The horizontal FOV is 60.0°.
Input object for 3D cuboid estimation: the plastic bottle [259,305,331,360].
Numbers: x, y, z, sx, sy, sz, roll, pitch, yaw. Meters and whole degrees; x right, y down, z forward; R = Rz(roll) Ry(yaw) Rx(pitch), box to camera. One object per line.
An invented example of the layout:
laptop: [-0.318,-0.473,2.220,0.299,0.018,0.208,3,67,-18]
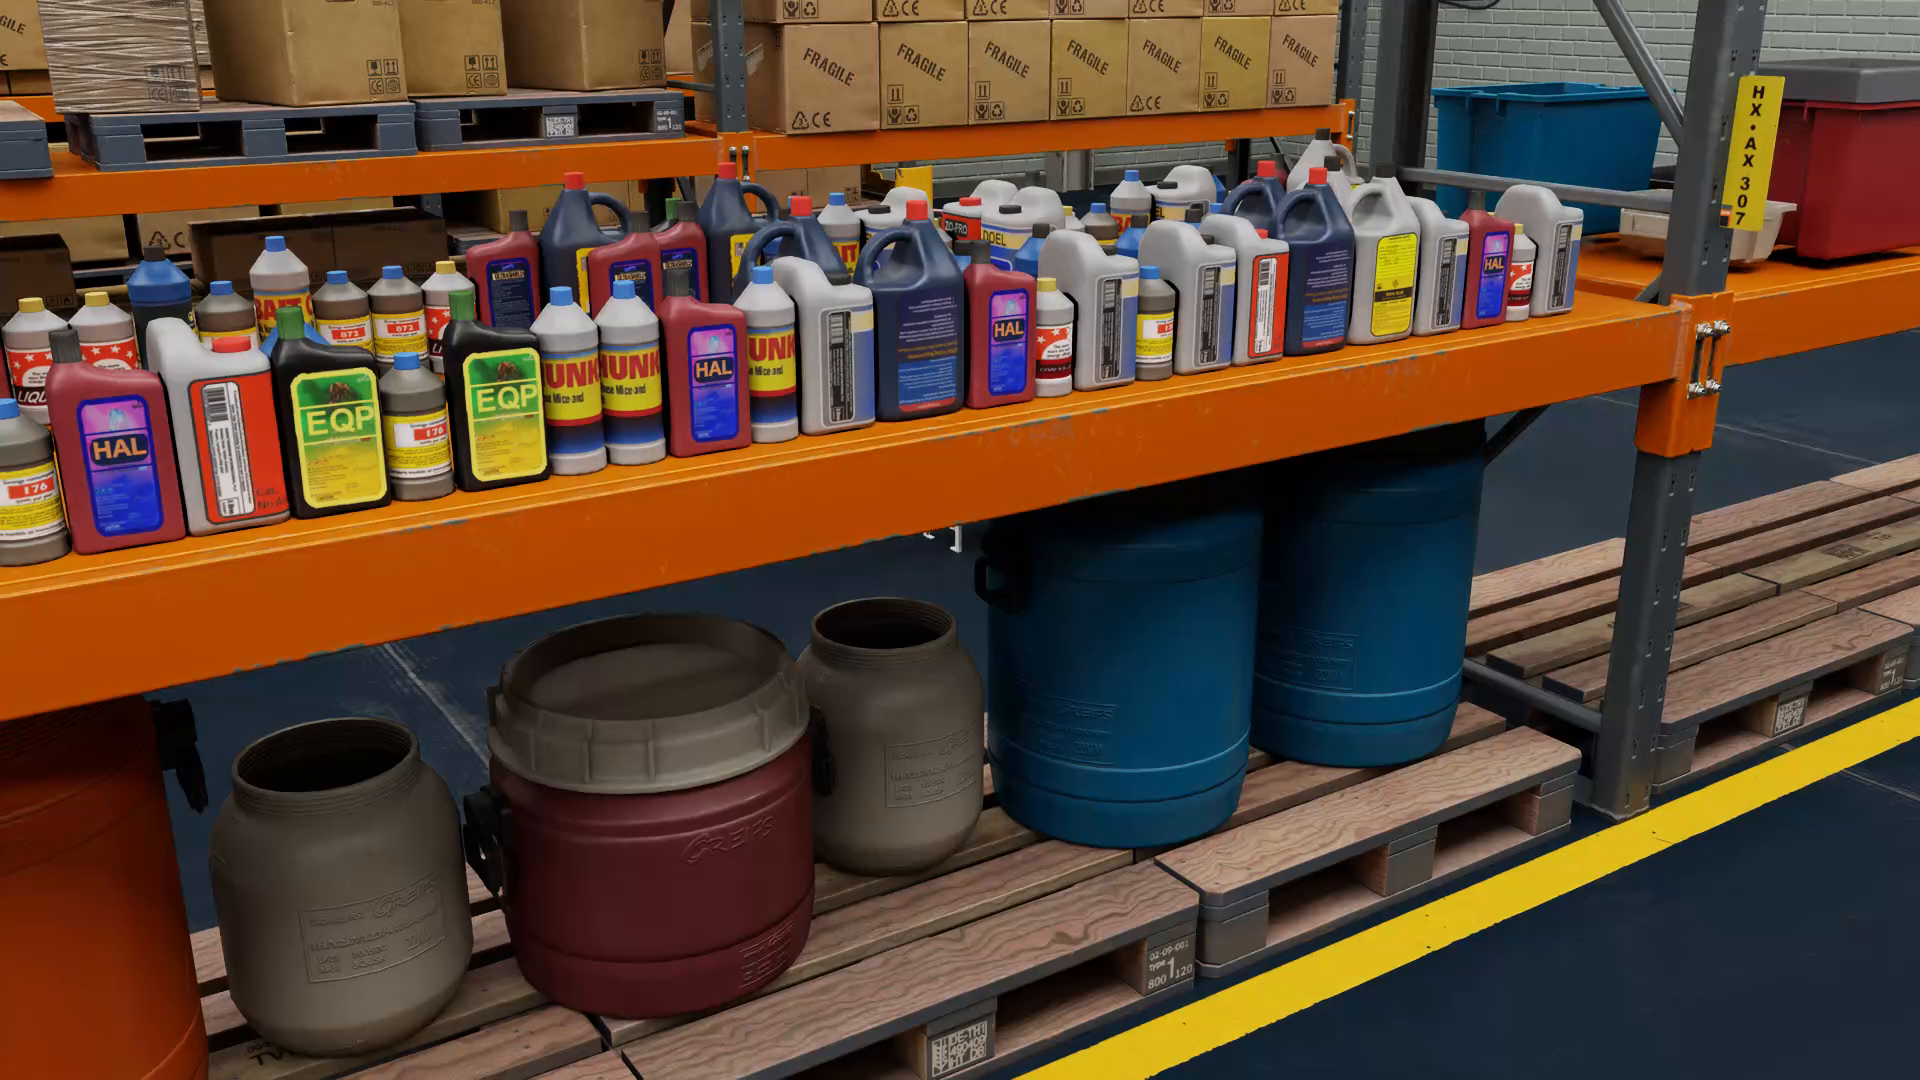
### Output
plastic bottle: [-0.920,-0.191,2.326,0.097,0.271,0.097,0,19,0]

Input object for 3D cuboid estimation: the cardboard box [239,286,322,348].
cardboard box: [-2.819,-0.778,7.080,0.500,0.500,0.500,-13,23,-33]

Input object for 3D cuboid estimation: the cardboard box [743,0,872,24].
cardboard box: [-0.756,-2.710,7.859,0.500,0.500,0.500,-11,22,-30]

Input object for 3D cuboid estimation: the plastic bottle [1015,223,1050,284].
plastic bottle: [0.149,-0.451,3.096,0.097,0.271,0.097,0,19,0]

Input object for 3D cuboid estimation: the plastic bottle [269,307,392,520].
plastic bottle: [-0.861,-0.178,2.271,0.133,0.283,0.061,-12,22,-31]

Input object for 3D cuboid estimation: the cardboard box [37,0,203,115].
cardboard box: [-3.312,-1.974,6.588,0.500,0.500,0.700,-8,20,-21]

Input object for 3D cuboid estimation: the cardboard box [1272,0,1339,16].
cardboard box: [1.816,-3.255,9.471,0.500,0.500,0.500,-12,22,-32]

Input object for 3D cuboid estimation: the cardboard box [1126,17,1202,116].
cardboard box: [0.961,-2.602,9.103,0.500,0.500,0.500,-12,22,-31]

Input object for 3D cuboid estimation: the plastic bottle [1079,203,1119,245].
plastic bottle: [0.322,-0.687,3.903,0.097,0.201,0.097,0,19,0]

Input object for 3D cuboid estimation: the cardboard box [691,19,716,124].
cardboard box: [-1.028,-2.385,8.460,0.500,0.500,0.500,-11,22,-31]

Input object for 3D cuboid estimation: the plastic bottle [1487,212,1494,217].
plastic bottle: [1.181,-0.635,3.751,0.097,0.201,0.097,0,19,0]

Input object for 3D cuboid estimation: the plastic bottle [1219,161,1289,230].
plastic bottle: [0.596,-0.589,3.379,0.185,0.351,0.144,-12,22,-31]

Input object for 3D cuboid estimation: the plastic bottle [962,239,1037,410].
plastic bottle: [0.065,-0.374,2.848,0.133,0.283,0.061,-12,22,-31]

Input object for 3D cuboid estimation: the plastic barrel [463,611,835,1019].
plastic barrel: [-0.581,0.503,3.183,0.708,0.588,0.600,-12,22,-31]

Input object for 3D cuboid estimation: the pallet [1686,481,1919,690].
pallet: [3.030,0.109,5.591,1.213,0.211,1.003,-12,22,-31]

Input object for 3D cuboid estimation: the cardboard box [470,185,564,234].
cardboard box: [-3.351,-2.624,12.571,0.500,0.500,0.700,-12,22,-31]

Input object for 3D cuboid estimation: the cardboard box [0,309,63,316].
cardboard box: [-3.993,-0.728,6.931,0.500,0.500,0.500,-11,22,-29]

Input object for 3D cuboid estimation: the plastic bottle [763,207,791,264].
plastic bottle: [-0.341,-0.525,3.315,0.097,0.271,0.097,0,19,0]

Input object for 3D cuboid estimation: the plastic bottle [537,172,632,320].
plastic bottle: [-0.710,-0.531,3.209,0.185,0.351,0.144,-12,22,-31]

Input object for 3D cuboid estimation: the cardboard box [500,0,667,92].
cardboard box: [-1.823,-2.404,7.859,0.700,0.500,0.500,14,23,35]

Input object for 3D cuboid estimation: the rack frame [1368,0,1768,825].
rack frame: [1.417,-0.855,4.091,0.127,3.000,1.000,-12,22,-31]

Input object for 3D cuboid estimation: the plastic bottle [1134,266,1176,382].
plastic bottle: [0.345,-0.401,3.057,0.097,0.201,0.097,0,19,0]

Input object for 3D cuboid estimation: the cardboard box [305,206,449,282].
cardboard box: [-2.677,-1.364,7.642,0.500,0.250,0.500,-12,22,-31]

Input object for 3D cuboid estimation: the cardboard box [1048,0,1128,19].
cardboard box: [0.535,-2.982,8.666,0.500,0.500,0.500,-11,22,-30]

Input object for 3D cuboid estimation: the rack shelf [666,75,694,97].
rack shelf: [-2.361,-3.517,13.087,4.000,0.370,1.077,-12,22,-31]

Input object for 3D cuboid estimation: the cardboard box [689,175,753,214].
cardboard box: [-2.058,-2.898,13.380,0.500,0.500,0.700,-13,22,-33]

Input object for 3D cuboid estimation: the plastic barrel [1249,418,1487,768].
plastic barrel: [0.953,0.031,4.090,0.708,0.901,0.600,-12,22,-31]

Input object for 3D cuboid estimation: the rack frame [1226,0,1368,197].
rack frame: [2.036,-2.886,10.096,0.127,3.000,1.000,-12,22,-31]

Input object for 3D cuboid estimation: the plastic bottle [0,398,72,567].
plastic bottle: [-1.191,-0.077,2.098,0.097,0.201,0.097,0,19,0]

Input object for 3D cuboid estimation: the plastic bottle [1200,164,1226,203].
plastic bottle: [0.597,-0.778,4.064,0.097,0.271,0.097,0,19,0]

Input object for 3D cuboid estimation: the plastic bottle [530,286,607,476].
plastic bottle: [-0.582,-0.238,2.467,0.097,0.271,0.097,0,19,0]

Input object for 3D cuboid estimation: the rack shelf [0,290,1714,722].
rack shelf: [-0.253,-0.162,3.165,4.000,0.370,1.077,-12,22,-31]

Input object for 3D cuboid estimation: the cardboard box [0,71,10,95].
cardboard box: [-6.132,-2.879,10.438,0.250,0.149,0.380,-11,22,-30]

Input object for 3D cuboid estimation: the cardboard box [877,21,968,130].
cardboard box: [-0.303,-2.336,8.316,0.500,0.500,0.500,-11,22,-30]

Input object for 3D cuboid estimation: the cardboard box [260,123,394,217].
cardboard box: [-4.503,-2.537,11.765,0.750,0.750,0.750,-12,22,-31]

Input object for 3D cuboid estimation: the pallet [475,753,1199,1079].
pallet: [-0.270,0.807,3.529,1.213,0.211,1.003,-12,22,-31]

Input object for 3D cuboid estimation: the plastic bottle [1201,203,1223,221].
plastic bottle: [0.599,-0.687,3.904,0.097,0.201,0.097,0,19,0]

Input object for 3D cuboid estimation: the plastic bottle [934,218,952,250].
plastic bottle: [-0.064,-0.605,3.662,0.097,0.201,0.097,0,19,0]

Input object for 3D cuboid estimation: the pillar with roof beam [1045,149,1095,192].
pillar with roof beam: [3.456,-6.607,11.738,0.400,9.000,9.100,-12,22,-31]

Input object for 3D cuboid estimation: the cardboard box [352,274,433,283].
cardboard box: [-2.703,-1.002,7.742,0.500,0.500,0.500,-12,22,-31]

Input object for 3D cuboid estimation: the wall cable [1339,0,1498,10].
wall cable: [4.229,-6.482,16.214,0.112,2.526,3.097,-12,22,-31]

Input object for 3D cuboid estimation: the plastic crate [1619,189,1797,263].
plastic crate: [1.884,-0.803,4.253,0.243,0.136,0.396,-12,22,-31]

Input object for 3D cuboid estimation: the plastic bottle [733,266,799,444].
plastic bottle: [-0.308,-0.296,2.638,0.097,0.271,0.097,0,19,0]

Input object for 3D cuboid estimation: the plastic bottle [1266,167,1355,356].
plastic bottle: [0.675,-0.550,3.265,0.185,0.351,0.144,-12,22,-31]

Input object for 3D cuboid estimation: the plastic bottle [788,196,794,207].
plastic bottle: [-0.339,-0.581,3.480,0.097,0.271,0.097,0,19,0]

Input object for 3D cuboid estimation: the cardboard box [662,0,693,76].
cardboard box: [-2.355,-3.997,12.914,0.700,0.700,0.980,-13,23,-34]

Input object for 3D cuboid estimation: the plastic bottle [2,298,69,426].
plastic bottle: [-1.521,-0.298,2.753,0.097,0.201,0.097,0,19,0]

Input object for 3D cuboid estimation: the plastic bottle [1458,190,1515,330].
plastic bottle: [1.097,-0.591,3.492,0.133,0.283,0.061,-12,22,-31]

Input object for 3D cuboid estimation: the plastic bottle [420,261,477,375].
plastic bottle: [-0.952,-0.418,3.108,0.097,0.201,0.097,0,19,0]

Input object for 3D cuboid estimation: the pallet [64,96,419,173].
pallet: [-3.023,-1.729,6.976,1.213,0.211,1.003,-12,22,-31]

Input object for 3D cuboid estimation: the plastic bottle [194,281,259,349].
plastic bottle: [-1.278,-0.350,2.906,0.097,0.201,0.097,0,19,0]

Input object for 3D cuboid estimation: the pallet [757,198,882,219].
pallet: [-1.316,-2.727,13.982,1.213,0.211,1.003,-12,22,-31]

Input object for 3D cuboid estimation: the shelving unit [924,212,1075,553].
shelving unit: [0.138,-0.598,6.139,0.503,1.200,0.258,-12,22,-31]
